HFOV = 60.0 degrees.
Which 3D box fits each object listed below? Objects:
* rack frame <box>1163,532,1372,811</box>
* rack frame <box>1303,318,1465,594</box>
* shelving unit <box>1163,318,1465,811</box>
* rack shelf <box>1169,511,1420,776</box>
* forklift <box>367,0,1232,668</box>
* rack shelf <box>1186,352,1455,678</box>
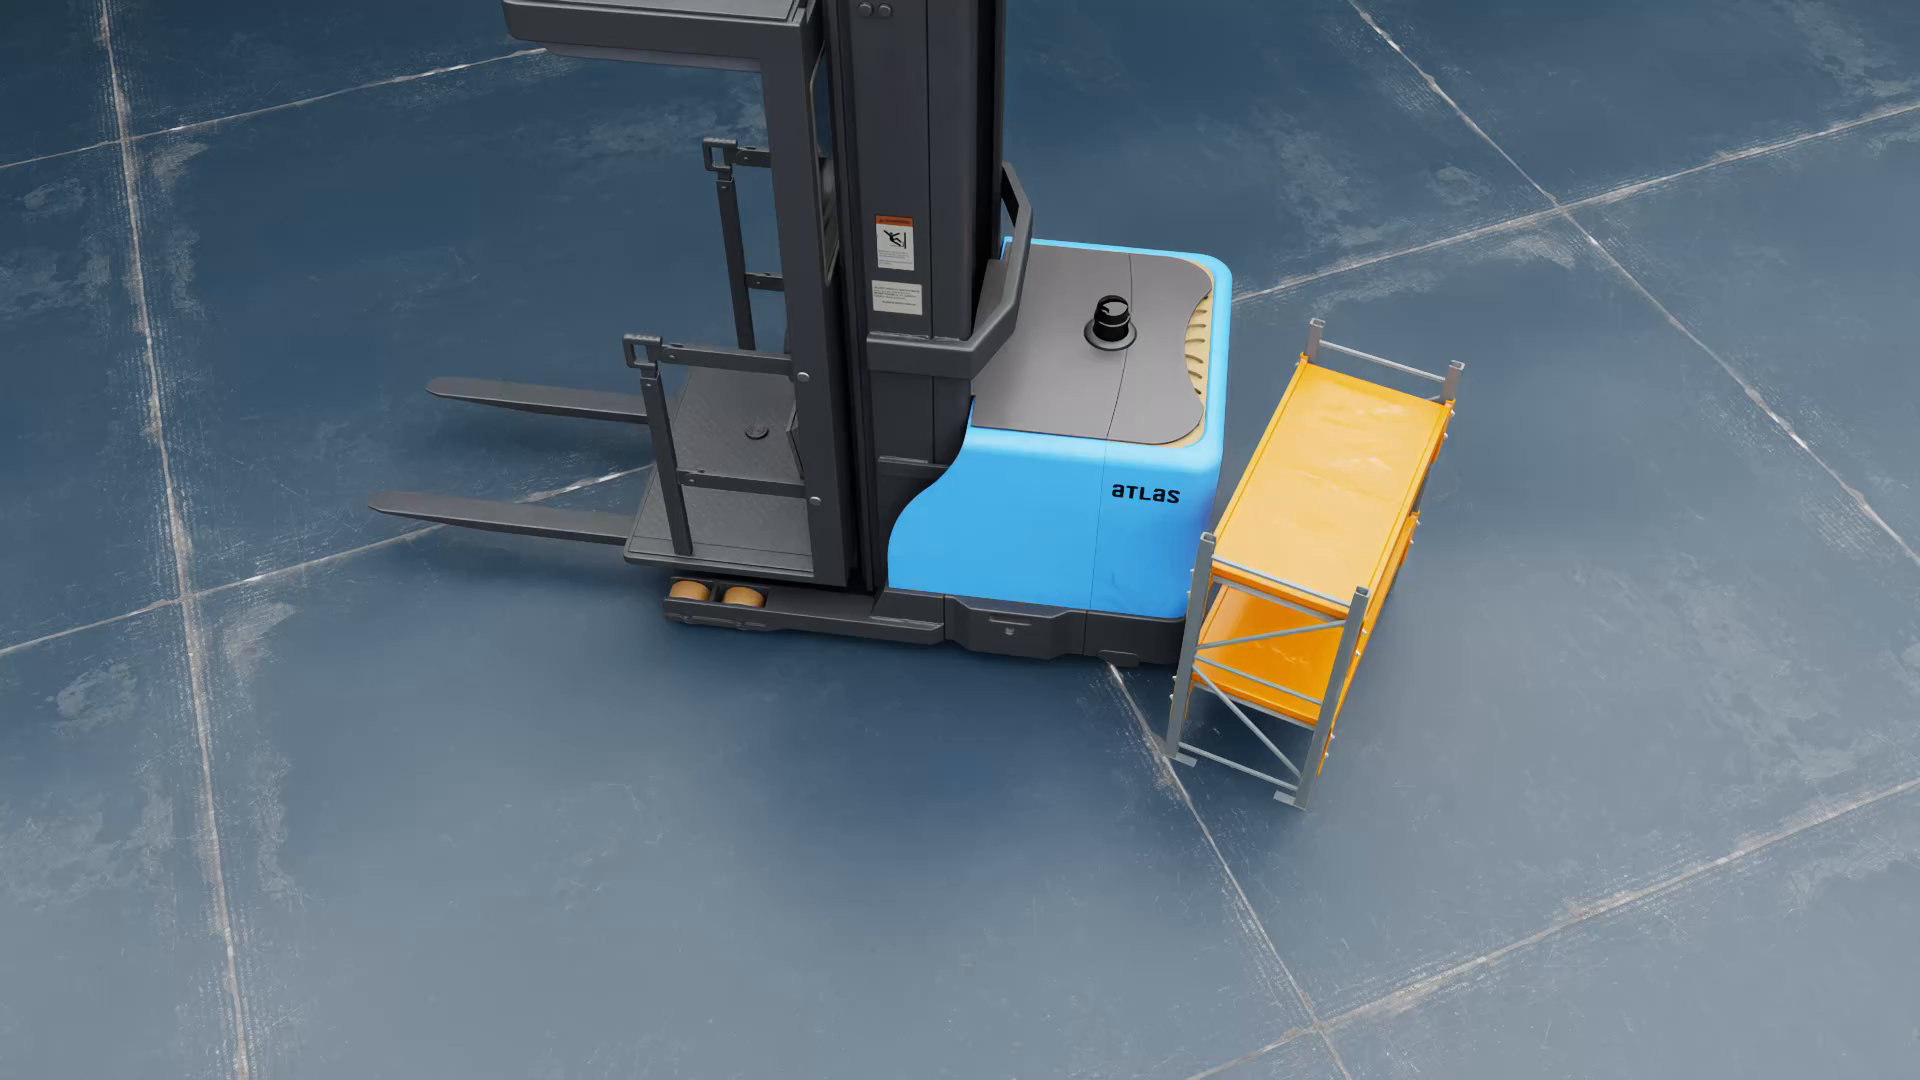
[{"bbox_3d":[0.920,0.434,5.136,0.500,1.125,0.032,20,52,16],"label":"rack frame"},{"bbox_3d":[1.361,-0.261,5.732,0.500,1.125,0.032,20,52,16],"label":"rack frame"},{"bbox_3d":[1.140,0.087,5.434,0.538,1.125,1.048,20,52,16],"label":"shelving unit"},{"bbox_3d":[1.140,0.246,5.620,0.538,0.278,1.000,20,52,16],"label":"rack shelf"},{"bbox_3d":[-0.620,-1.023,5.196,3.031,2.935,1.130,6,50,5],"label":"forklift"},{"bbox_3d":[1.140,-0.104,5.212,0.538,0.278,1.000,20,52,16],"label":"rack shelf"}]
